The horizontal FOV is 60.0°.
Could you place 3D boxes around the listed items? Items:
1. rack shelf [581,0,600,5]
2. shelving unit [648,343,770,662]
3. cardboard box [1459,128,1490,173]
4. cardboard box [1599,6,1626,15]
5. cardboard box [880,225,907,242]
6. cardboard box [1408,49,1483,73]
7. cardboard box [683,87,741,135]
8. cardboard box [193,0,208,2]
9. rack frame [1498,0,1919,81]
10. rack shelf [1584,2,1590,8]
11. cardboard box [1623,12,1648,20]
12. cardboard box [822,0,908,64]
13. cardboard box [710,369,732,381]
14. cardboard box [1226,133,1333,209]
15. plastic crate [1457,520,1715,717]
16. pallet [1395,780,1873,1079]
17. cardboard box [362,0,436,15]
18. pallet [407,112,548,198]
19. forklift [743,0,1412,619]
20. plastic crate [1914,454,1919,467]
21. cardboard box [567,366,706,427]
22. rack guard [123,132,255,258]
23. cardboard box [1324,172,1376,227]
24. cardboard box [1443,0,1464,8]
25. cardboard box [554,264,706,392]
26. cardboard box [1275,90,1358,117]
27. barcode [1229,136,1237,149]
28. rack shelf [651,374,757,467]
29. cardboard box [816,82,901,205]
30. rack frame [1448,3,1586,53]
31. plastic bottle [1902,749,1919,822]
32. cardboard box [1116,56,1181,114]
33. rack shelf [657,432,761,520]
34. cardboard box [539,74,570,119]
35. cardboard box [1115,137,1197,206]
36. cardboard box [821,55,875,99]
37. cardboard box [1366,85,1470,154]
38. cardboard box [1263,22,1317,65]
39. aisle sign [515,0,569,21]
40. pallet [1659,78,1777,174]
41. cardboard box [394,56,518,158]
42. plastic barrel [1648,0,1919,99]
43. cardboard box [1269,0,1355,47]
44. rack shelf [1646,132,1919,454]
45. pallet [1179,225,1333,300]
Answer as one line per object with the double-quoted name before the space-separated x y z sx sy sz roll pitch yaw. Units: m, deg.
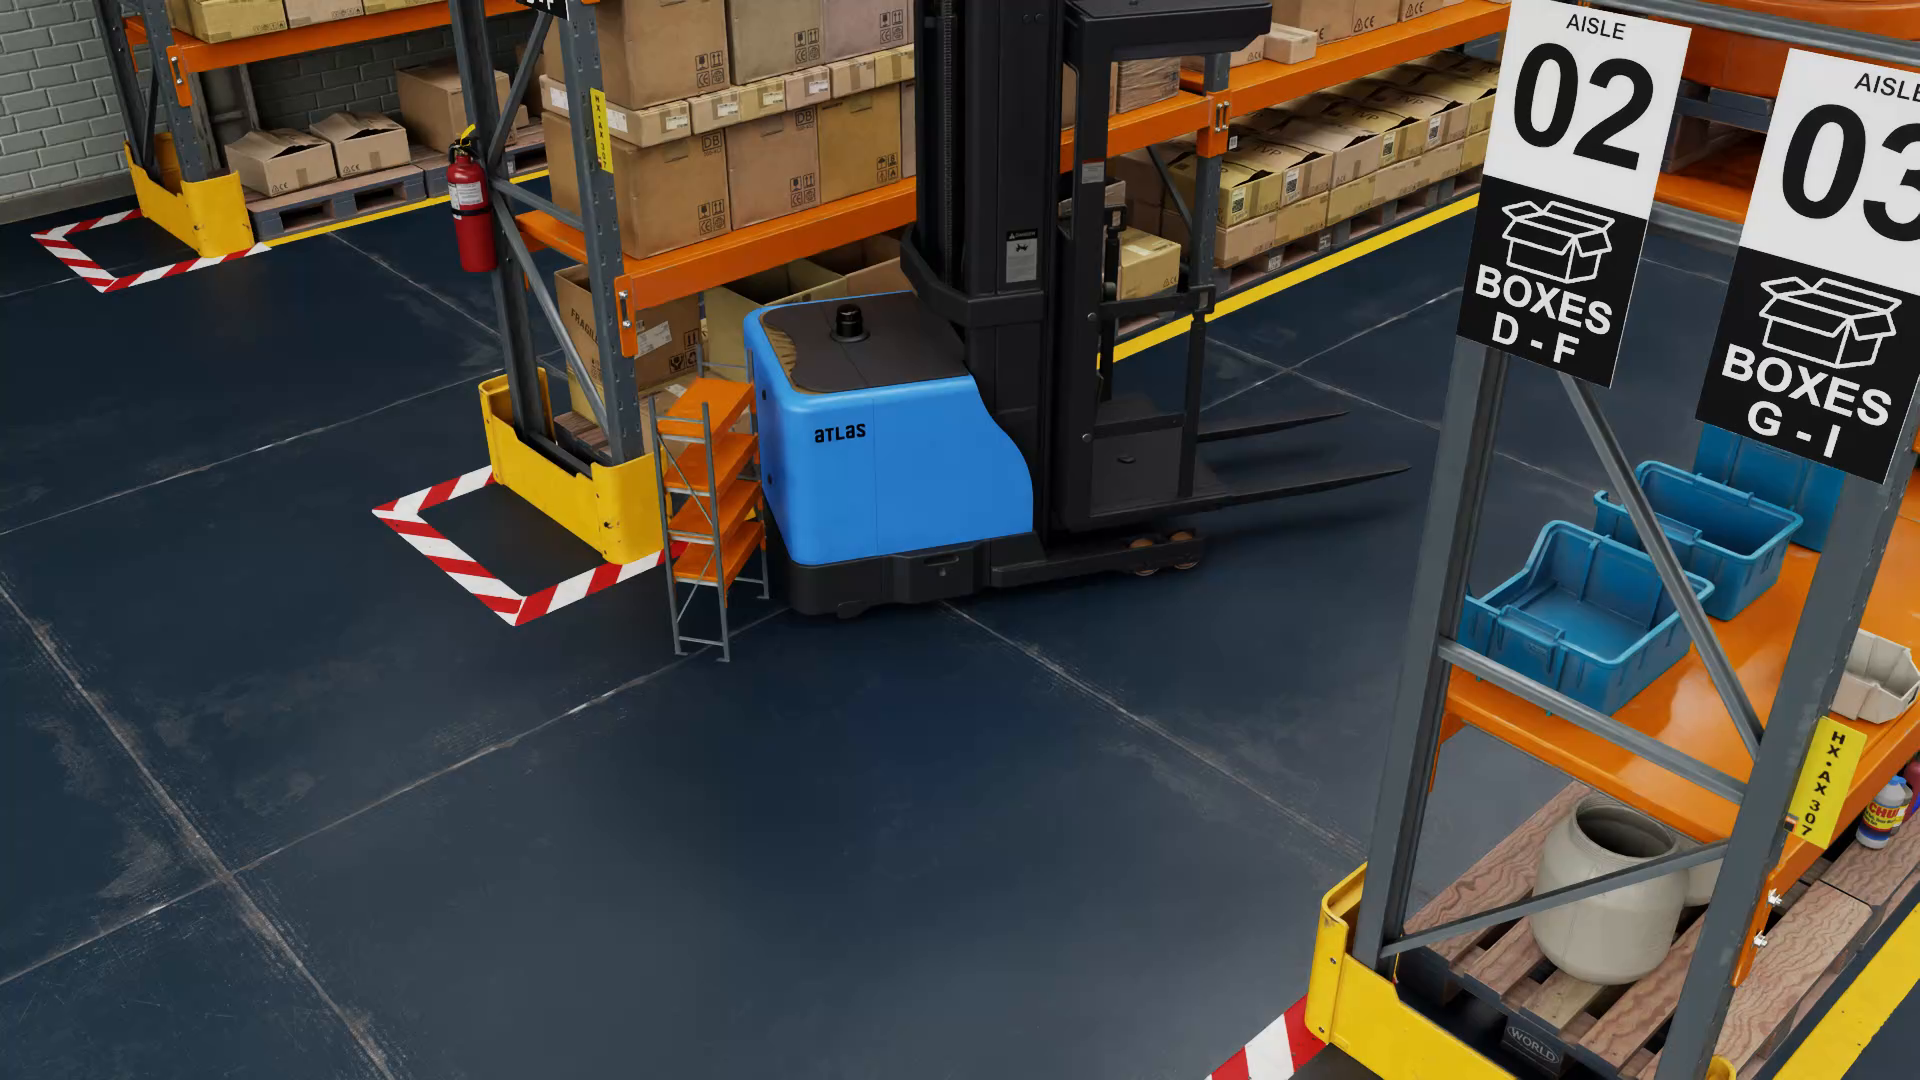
"rack shelf" -0.337 -3.128 7.804 4.000 0.370 1.077 -26 40 -35
"shelving unit" -1.014 -0.145 6.837 0.258 1.200 0.503 7 32 12
"cardboard box" 3.467 -2.825 11.728 0.500 0.250 0.500 -26 40 -36
"cardboard box" 4.968 -4.009 13.406 0.500 0.500 0.500 -27 41 -37
"cardboard box" -0.158 -1.408 8.691 0.500 0.500 0.500 -26 40 -35
"cardboard box" 3.479 -3.455 12.221 0.500 0.311 0.500 -24 39 -34
"cardboard box" -1.178 -1.916 7.291 0.250 0.149 0.380 -27 41 -37
"cardboard box" -4.620 -3.658 10.263 0.500 0.500 0.500 -26 40 -35
"rack frame" 1.561 -2.109 2.573 0.127 3.000 1.000 -26 40 -35
"rack shelf" 5.529 -4.686 13.227 4.000 0.370 1.077 -26 40 -35
"cardboard box" 5.342 -3.820 13.097 0.500 0.500 0.500 -26 40 -36
"cardboard box" -0.663 -2.589 7.769 0.500 0.500 0.700 -26 40 -35
"cardboard box" -0.895 -0.736 8.311 0.500 0.250 0.500 -26 40 -35
"cardboard box" 1.972 -2.337 10.391 0.500 0.311 0.500 -26 40 -36
"plastic crate" 1.725 0.222 4.654 0.616 0.251 0.499 -26 40 -35
"pallet" 2.184 1.309 5.407 1.213 0.211 1.003 -26 40 -35
"cardboard box" -3.852 -3.703 11.056 0.500 0.250 0.500 -27 40 -36
"pallet" -3.605 -2.882 12.260 1.213 0.211 1.003 -26 40 -35
"forklift" 0.601 -1.345 7.140 3.031 2.935 1.130 -9 33 -14
"plastic crate" 3.307 -0.504 5.902 0.662 0.188 0.450 -26 40 -35
"cardboard box" -1.612 -0.755 8.342 0.500 0.250 0.500 -26 40 -35
"rack guard" -5.119 -2.300 11.032 0.348 0.500 1.175 -26 40 -35
"cardboard box" 2.347 -2.284 10.844 0.500 0.250 0.500 -27 41 -37
"cardboard box" 3.166 -3.702 11.170 0.250 0.149 0.380 -23 38 -32
"cardboard box" -1.613 -1.076 8.148 0.500 0.500 0.500 -26 40 -35
"cardboard box" 2.347 -2.903 11.318 0.500 0.311 0.500 -26 40 -36
"barcode" 1.599 -2.326 9.733 0.075 0.075 0.001 -26 40 -35
"rack shelf" -1.014 -0.480 6.632 0.258 0.148 0.480 7 32 12
"cardboard box" -0.703 -2.011 8.067 0.500 0.500 0.700 -26 40 -35
"rack frame" 4.062 -4.283 11.879 0.127 3.000 1.000 -26 40 -35
"plastic bottle" 3.281 0.825 5.708 0.133 0.283 0.061 -25 39 -35
"cardboard box" 0.808 -2.747 9.272 0.500 0.500 0.700 -27 41 -37
"rack shelf" -1.014 -0.279 6.756 0.258 0.148 0.480 7 32 12
"cardboard box" -1.653 -1.973 7.384 0.250 0.149 0.380 -27 40 -36
"cardboard box" 1.231 -2.363 10.435 0.500 0.311 0.500 -26 40 -35
"cardboard box" -0.614 -2.189 7.736 0.250 0.149 0.380 -27 41 -37
"cardboard box" 3.097 -2.884 11.286 0.500 0.311 0.500 -26 40 -36
"cardboard box" 1.918 -2.993 10.011 0.250 0.149 0.380 -26 40 -35
"aisle sign" -1.644 -2.414 6.331 0.004 0.787 0.394 -26 40 -35
"pallet" 2.234 -1.005 3.823 1.213 0.211 1.003 -26 40 -35
"cardboard box" -3.616 -3.115 11.943 0.700 0.500 0.500 26 40 36
"plastic barrel" 1.831 -1.412 3.495 0.708 0.830 0.600 -26 40 -35
"cardboard box" 2.090 -3.360 10.274 0.500 0.500 0.500 -23 38 -32
"rack shelf" 3.028 -1.232 4.703 4.000 0.370 1.077 -26 40 -35
"pallet" 1.643 -1.951 10.738 1.213 0.211 1.003 -26 40 -35
